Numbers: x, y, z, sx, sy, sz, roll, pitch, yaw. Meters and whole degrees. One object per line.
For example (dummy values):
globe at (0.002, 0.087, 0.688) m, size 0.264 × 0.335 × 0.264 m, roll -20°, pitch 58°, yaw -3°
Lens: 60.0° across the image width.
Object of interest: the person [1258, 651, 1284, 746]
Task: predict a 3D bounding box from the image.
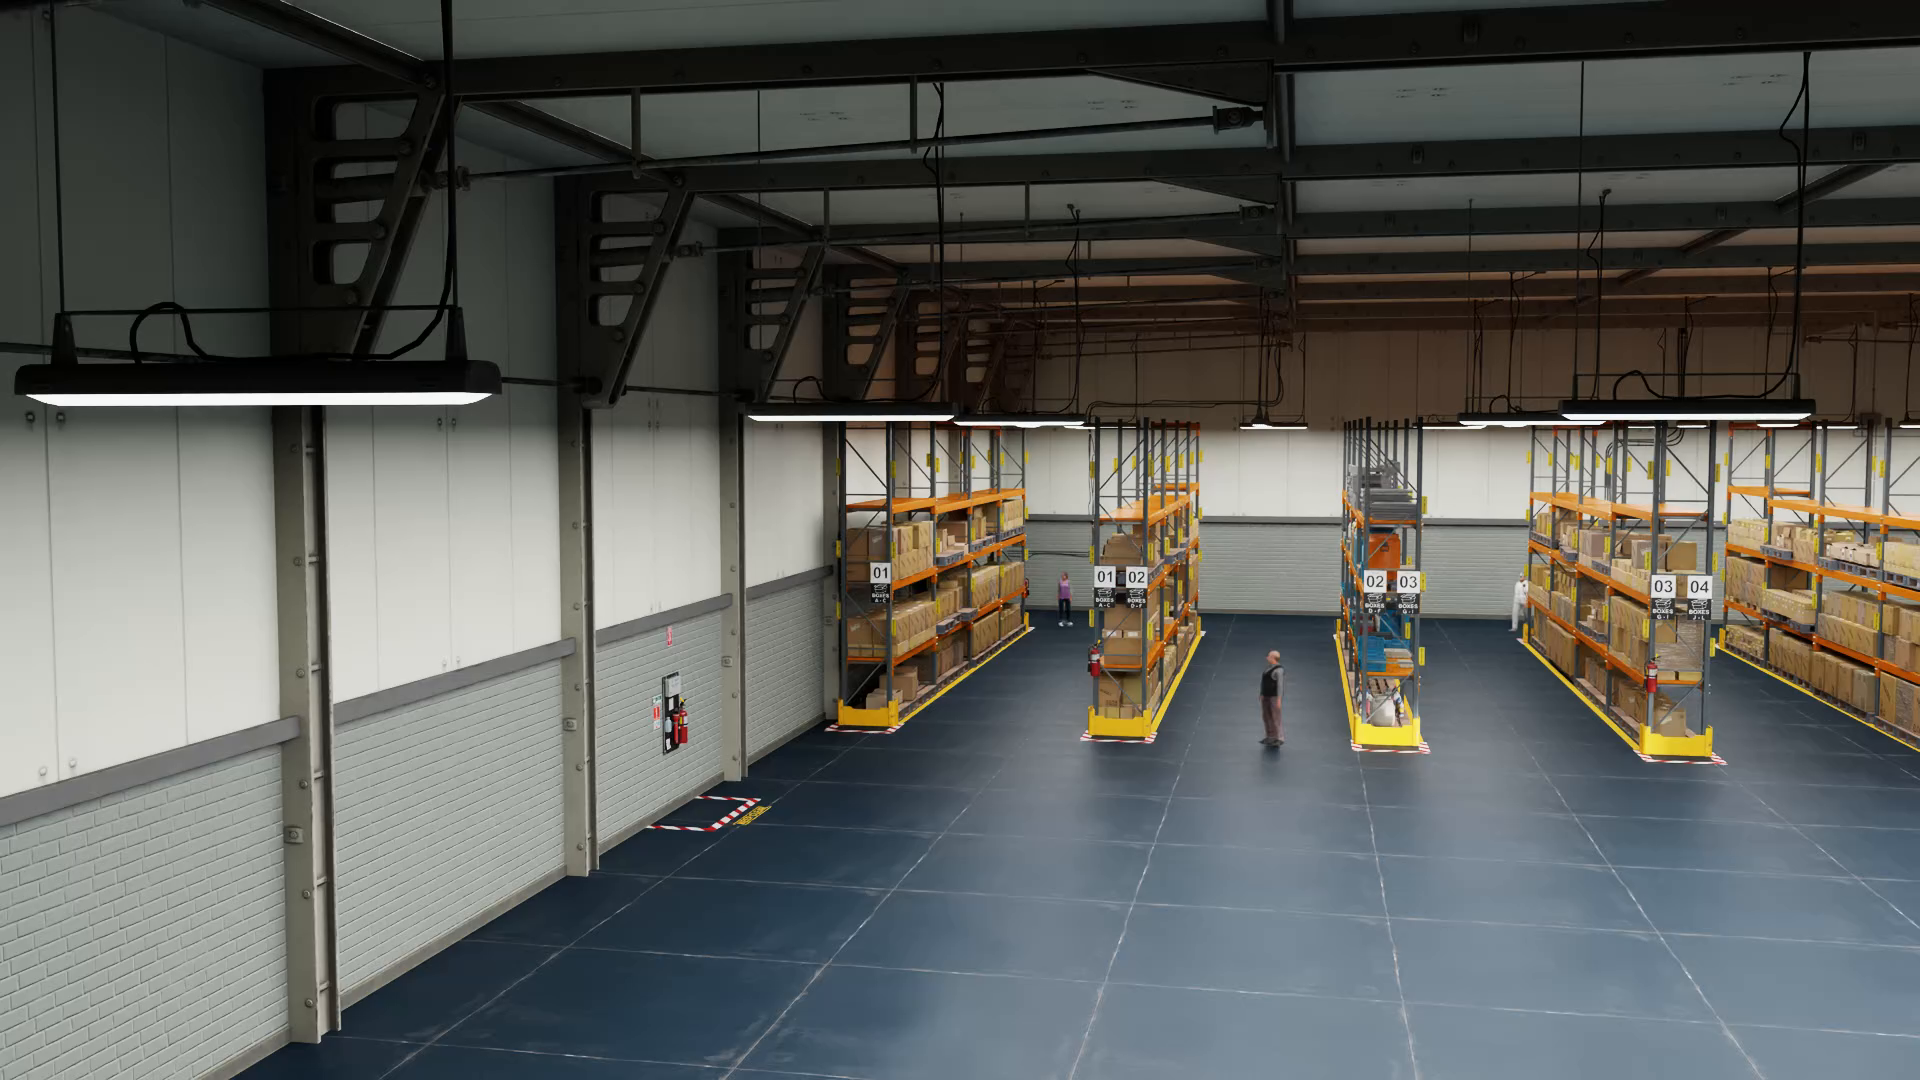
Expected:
person at (5.696, 2.898, 30.422) m, size 0.387 × 1.760 × 0.577 m, roll -2°, pitch 4°, yaw -23°

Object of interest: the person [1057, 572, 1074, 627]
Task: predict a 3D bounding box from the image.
person at (3.107, 1.752, 49.086) m, size 0.478 × 1.602 × 0.347 m, roll -1°, pitch 4°, yaw -14°

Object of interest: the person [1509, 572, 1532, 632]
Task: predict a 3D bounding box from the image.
person at (16.119, 1.761, 47.625) m, size 0.500 × 1.721 × 1.021 m, roll 3°, pitch 5°, yaw 35°
